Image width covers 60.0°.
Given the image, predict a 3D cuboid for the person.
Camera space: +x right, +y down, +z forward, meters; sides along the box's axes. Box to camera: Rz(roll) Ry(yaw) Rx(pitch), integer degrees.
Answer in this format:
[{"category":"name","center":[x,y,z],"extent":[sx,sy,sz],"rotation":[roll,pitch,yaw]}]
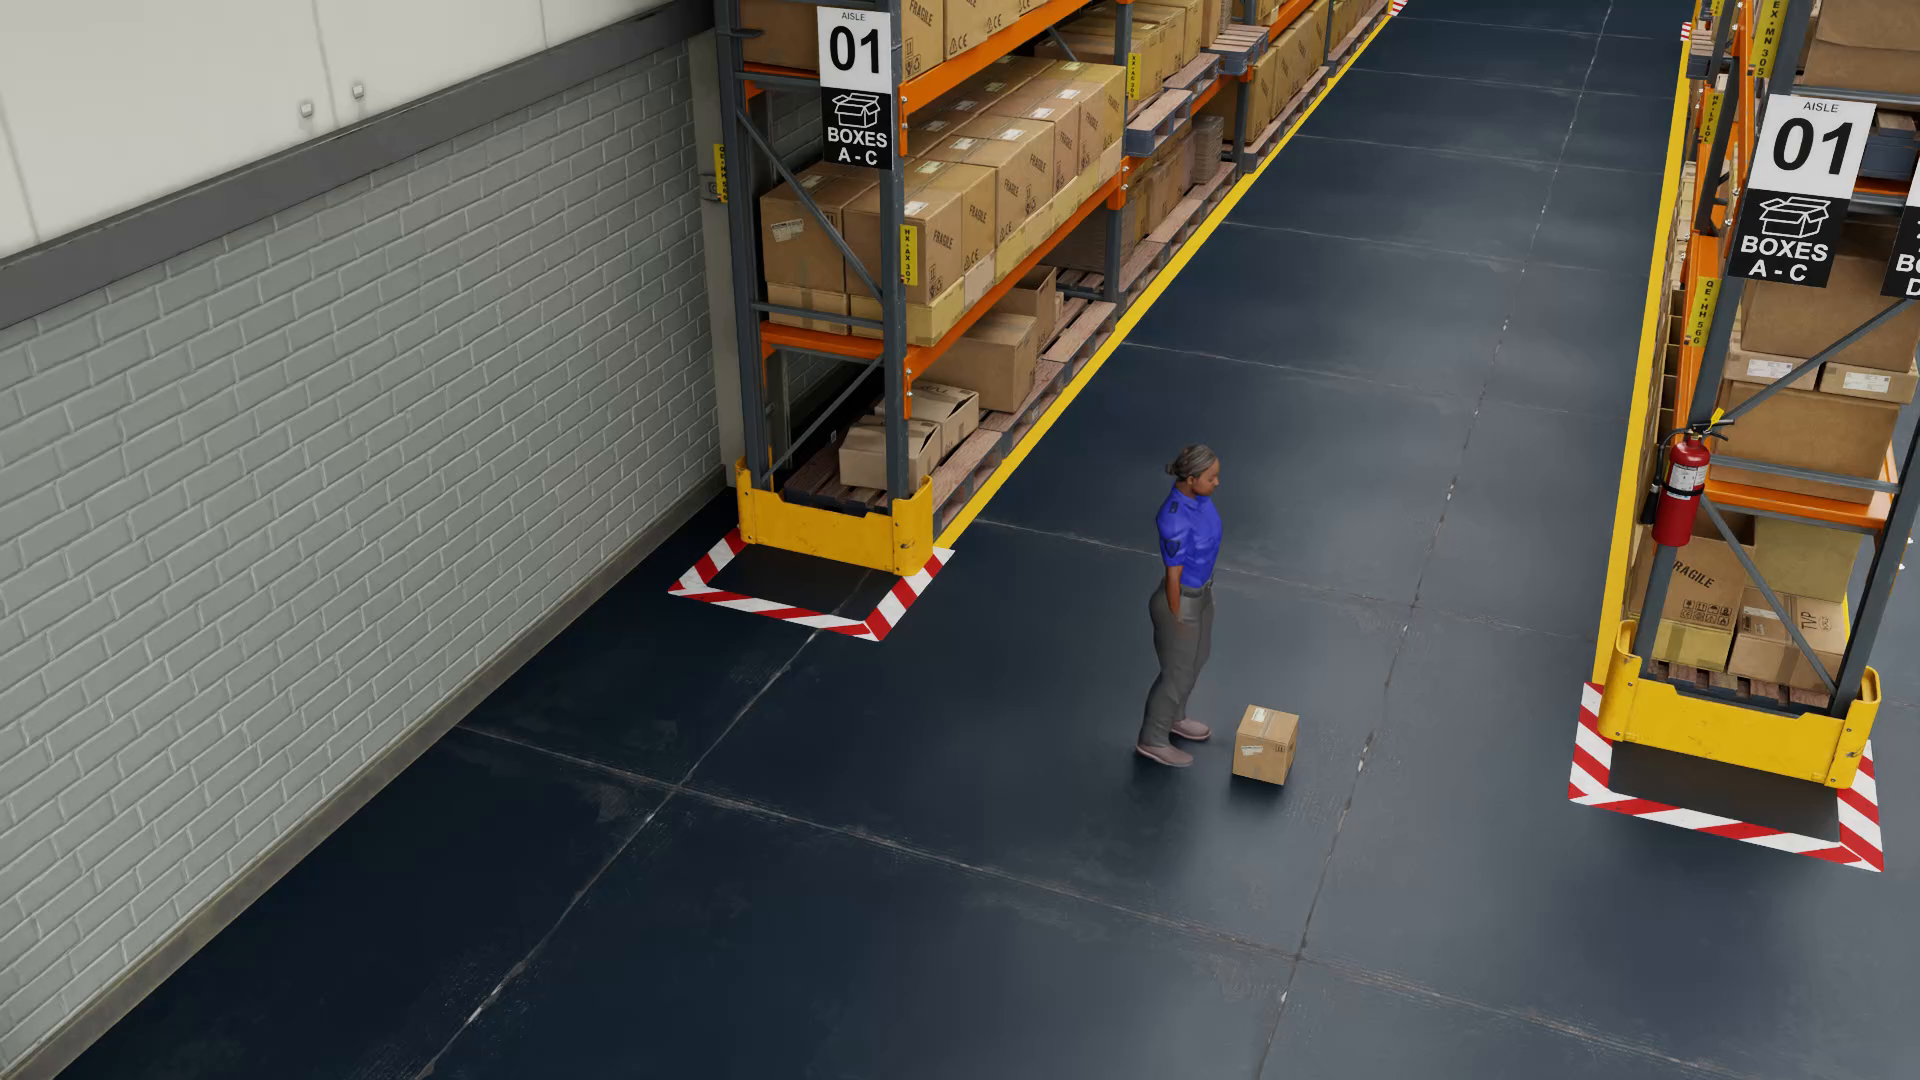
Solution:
[{"category":"person","center":[1.073,0.295,7.901],"extent":[0.308,1.666,0.438],"rotation":[12,32,20]}]
